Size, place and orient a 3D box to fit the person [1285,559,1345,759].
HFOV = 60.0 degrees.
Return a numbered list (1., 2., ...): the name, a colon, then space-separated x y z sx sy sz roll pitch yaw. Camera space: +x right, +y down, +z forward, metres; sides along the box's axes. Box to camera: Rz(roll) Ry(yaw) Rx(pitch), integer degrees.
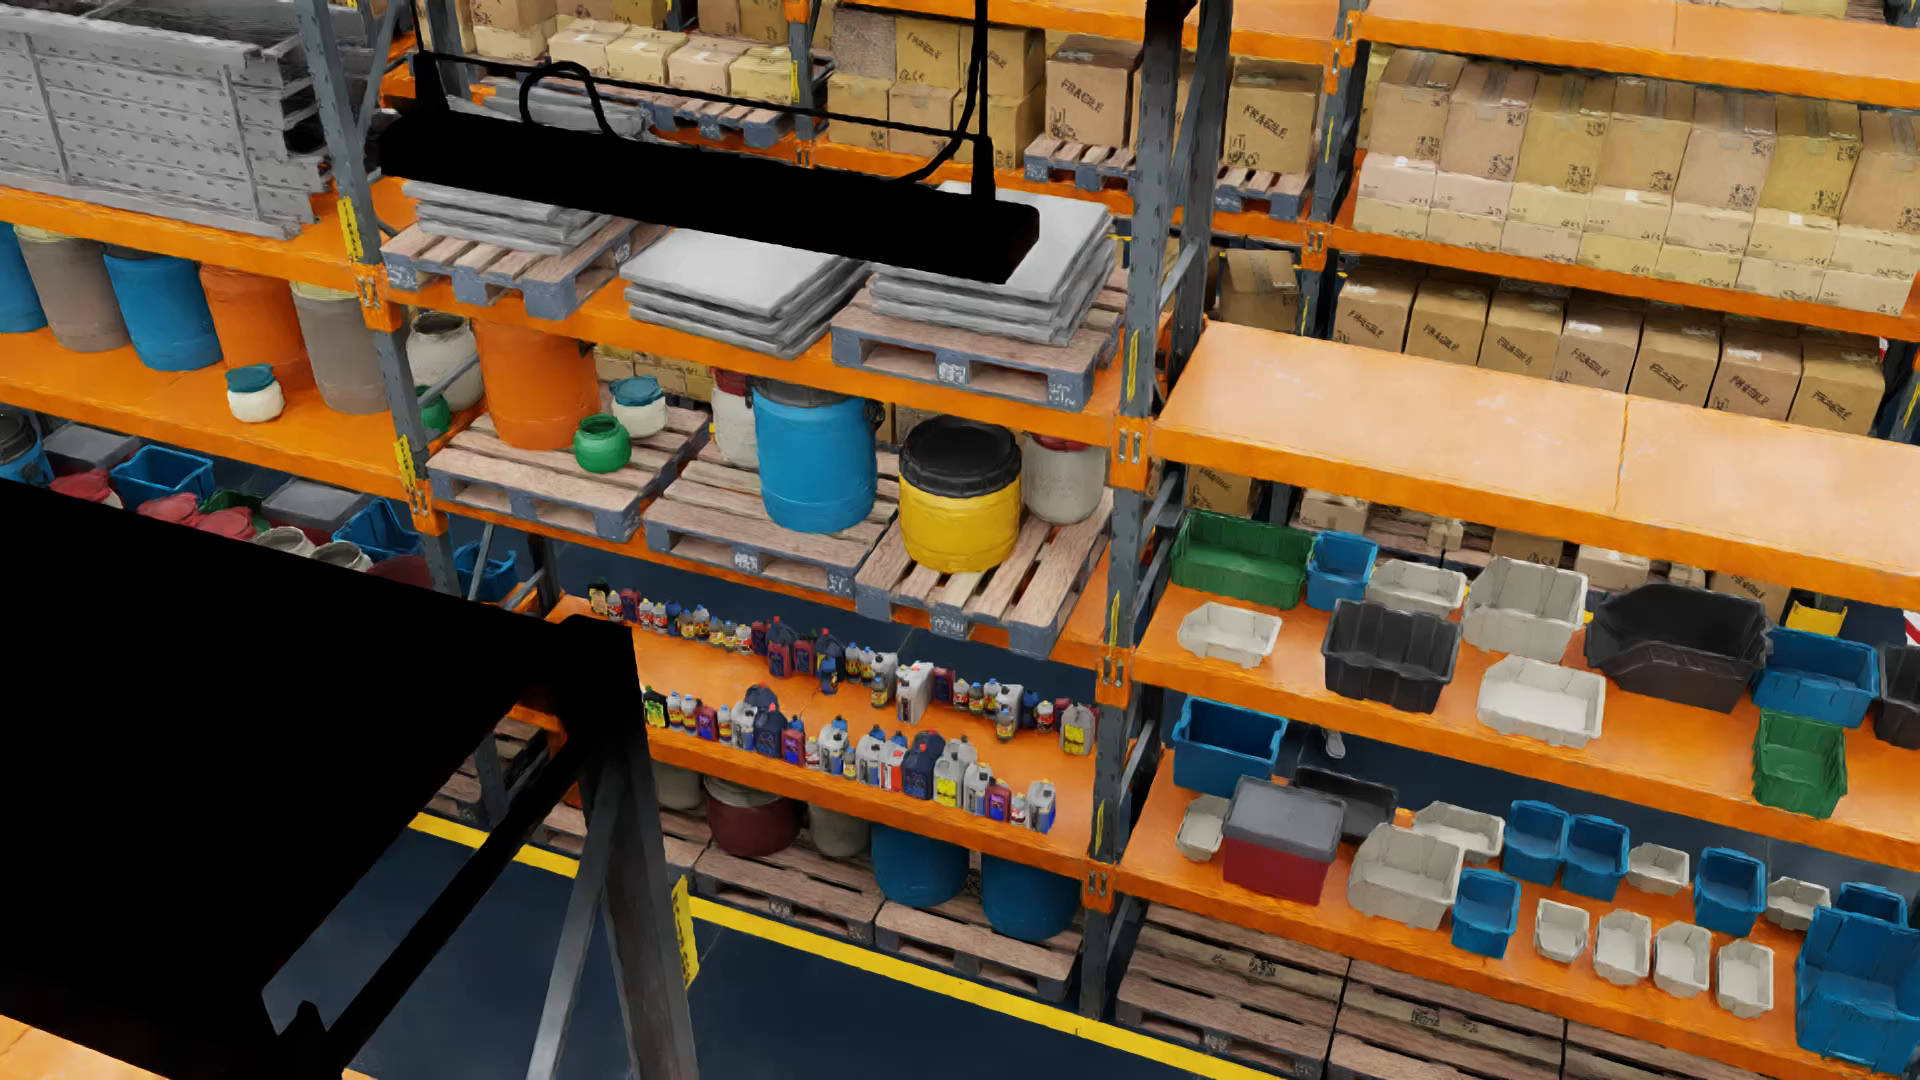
1. person: 2.387 0.689 10.982 0.620 1.732 0.479 -1 37 -1
